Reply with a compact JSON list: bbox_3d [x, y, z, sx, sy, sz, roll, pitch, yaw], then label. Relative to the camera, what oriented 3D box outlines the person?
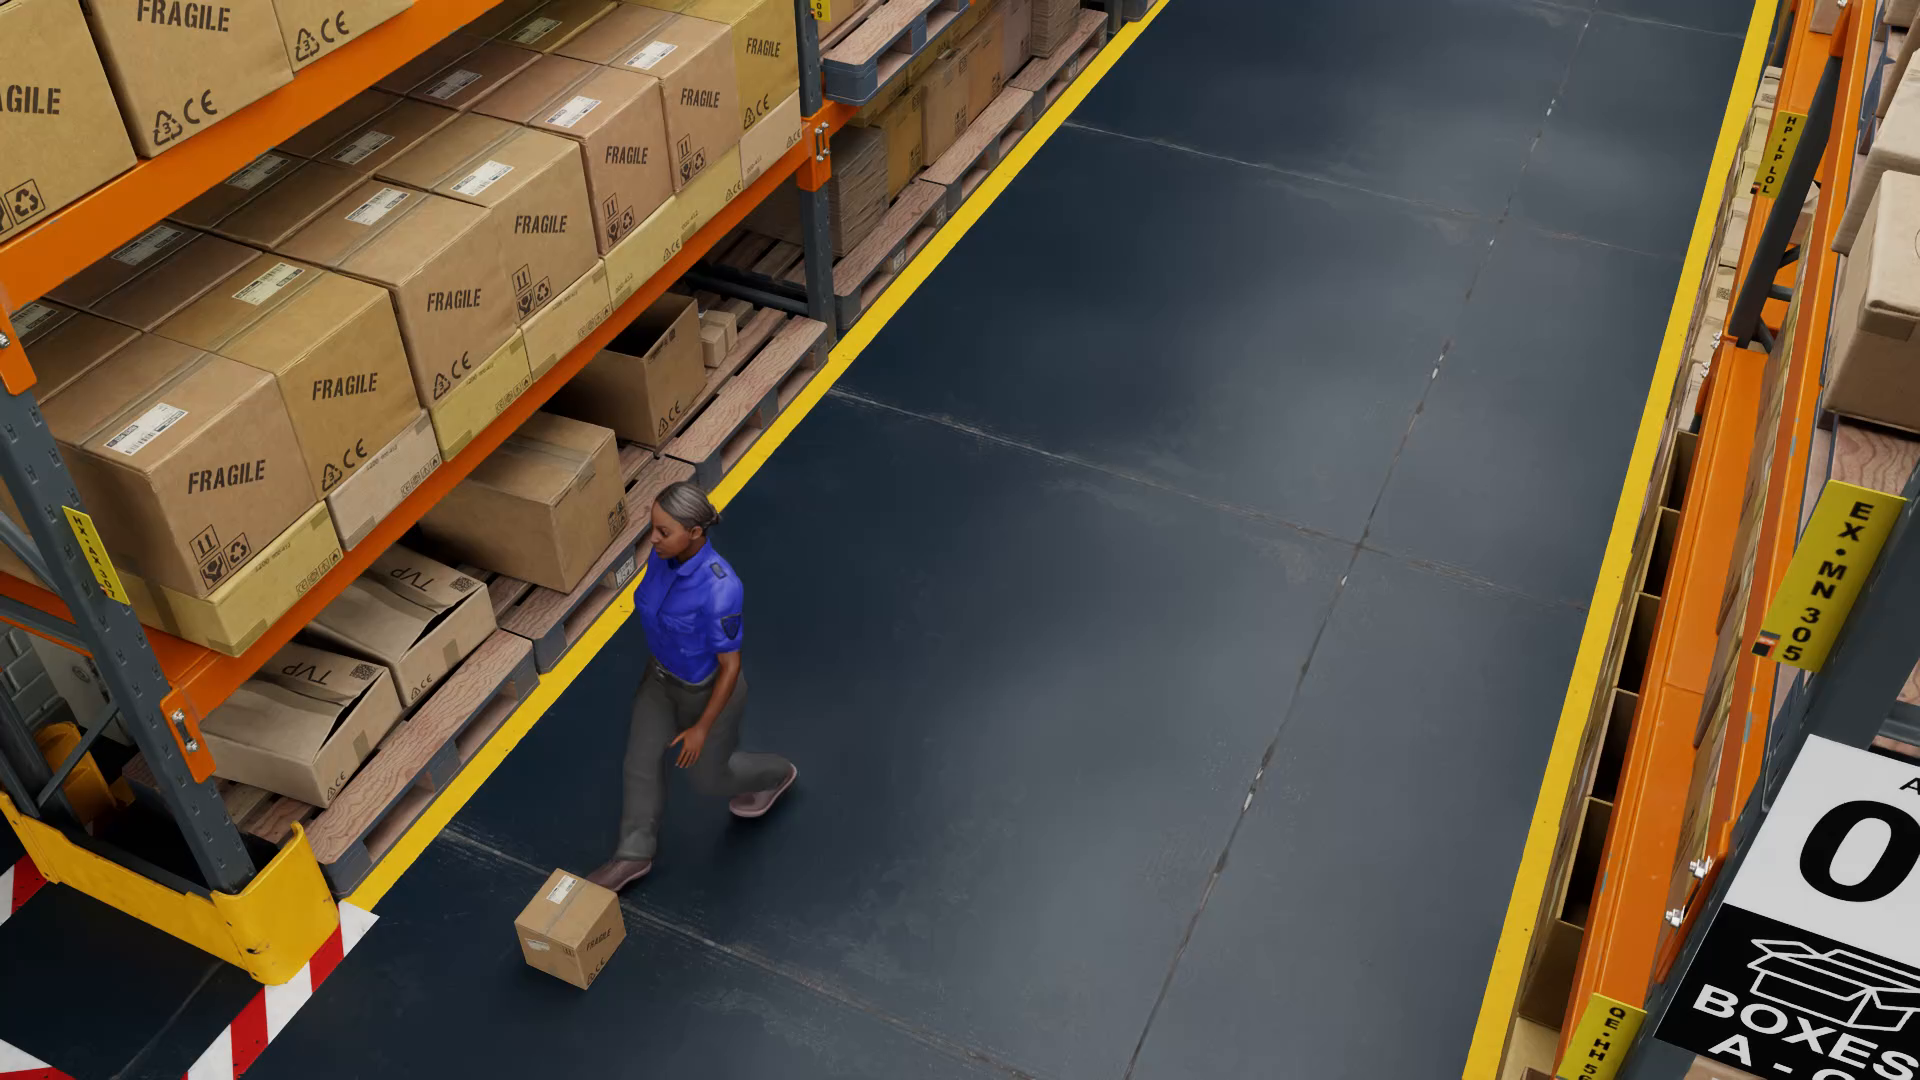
[{"bbox_3d":[-0.981,0.541,5.602,0.496,1.572,0.901,33,51,31],"label":"person"}]
